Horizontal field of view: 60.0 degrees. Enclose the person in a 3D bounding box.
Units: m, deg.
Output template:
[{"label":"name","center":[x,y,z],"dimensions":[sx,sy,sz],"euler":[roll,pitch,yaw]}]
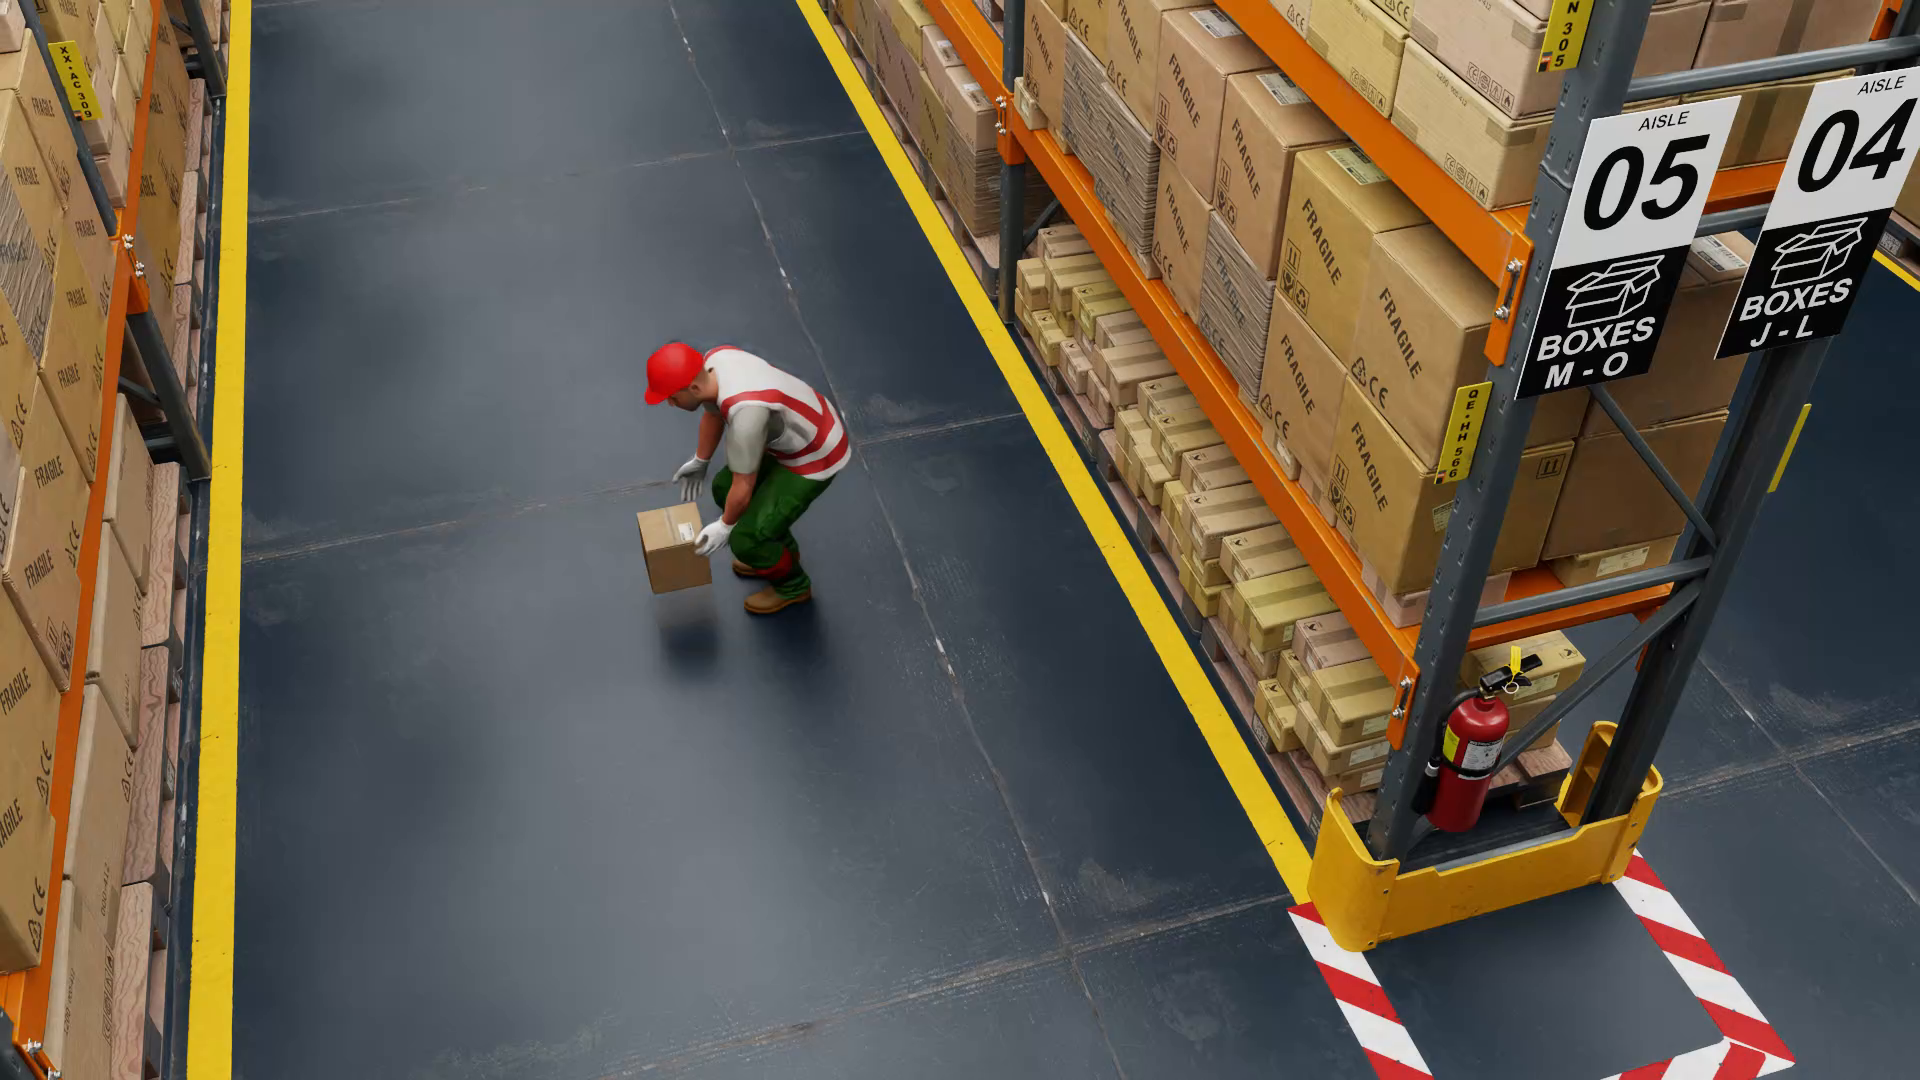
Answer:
[{"label":"person","center":[-0.833,-0.278,6.779],"dimensions":[0.793,1.354,0.585],"euler":[-12,43,-13]}]
